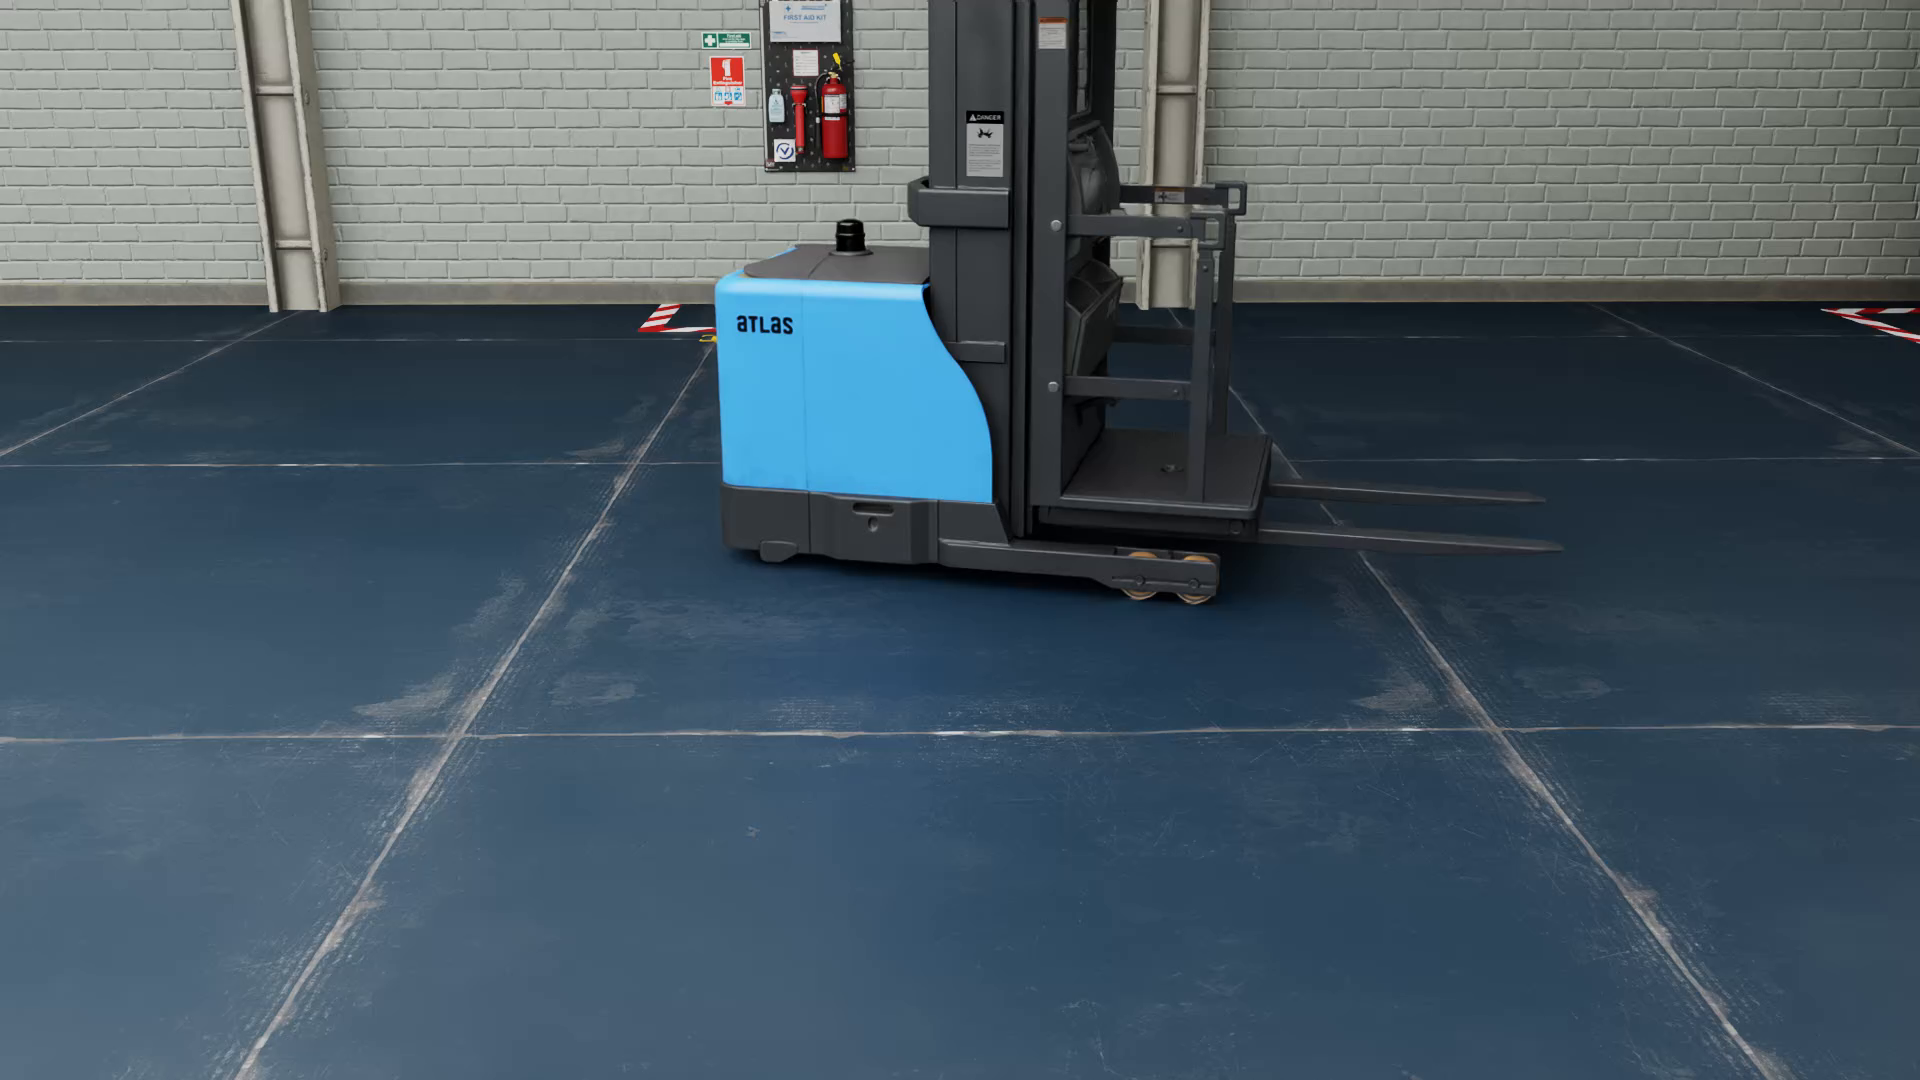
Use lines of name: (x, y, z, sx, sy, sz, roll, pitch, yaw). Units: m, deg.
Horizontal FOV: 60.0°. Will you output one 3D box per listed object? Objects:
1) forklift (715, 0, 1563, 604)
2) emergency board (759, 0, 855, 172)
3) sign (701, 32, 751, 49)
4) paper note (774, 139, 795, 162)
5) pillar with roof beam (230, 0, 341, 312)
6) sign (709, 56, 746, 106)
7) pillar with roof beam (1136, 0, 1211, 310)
forklift: (0.671, -1.351, 5.960, 3.031, 2.935, 1.130, 4, 18, 12)
emergency board: (-1.025, -3.073, 11.216, 0.643, 1.169, 0.194, 0, 18, -1)
sign: (-1.575, -3.368, 11.211, 0.331, 0.109, 0.001, 0, 18, -1)
paper note: (-1.203, -2.674, 11.413, 0.142, 0.148, 0.016, 0, 18, -1)
pillar with roof beam: (-4.485, -4.586, 6.111, 0.400, 9.000, 9.100, 0, 18, -1)
sign: (-1.579, -3.119, 11.300, 0.234, 0.329, 0.001, 0, 18, -1)
pillar with roof beam: (1.514, -4.615, 6.201, 0.400, 9.000, 9.100, 0, 18, -1)
